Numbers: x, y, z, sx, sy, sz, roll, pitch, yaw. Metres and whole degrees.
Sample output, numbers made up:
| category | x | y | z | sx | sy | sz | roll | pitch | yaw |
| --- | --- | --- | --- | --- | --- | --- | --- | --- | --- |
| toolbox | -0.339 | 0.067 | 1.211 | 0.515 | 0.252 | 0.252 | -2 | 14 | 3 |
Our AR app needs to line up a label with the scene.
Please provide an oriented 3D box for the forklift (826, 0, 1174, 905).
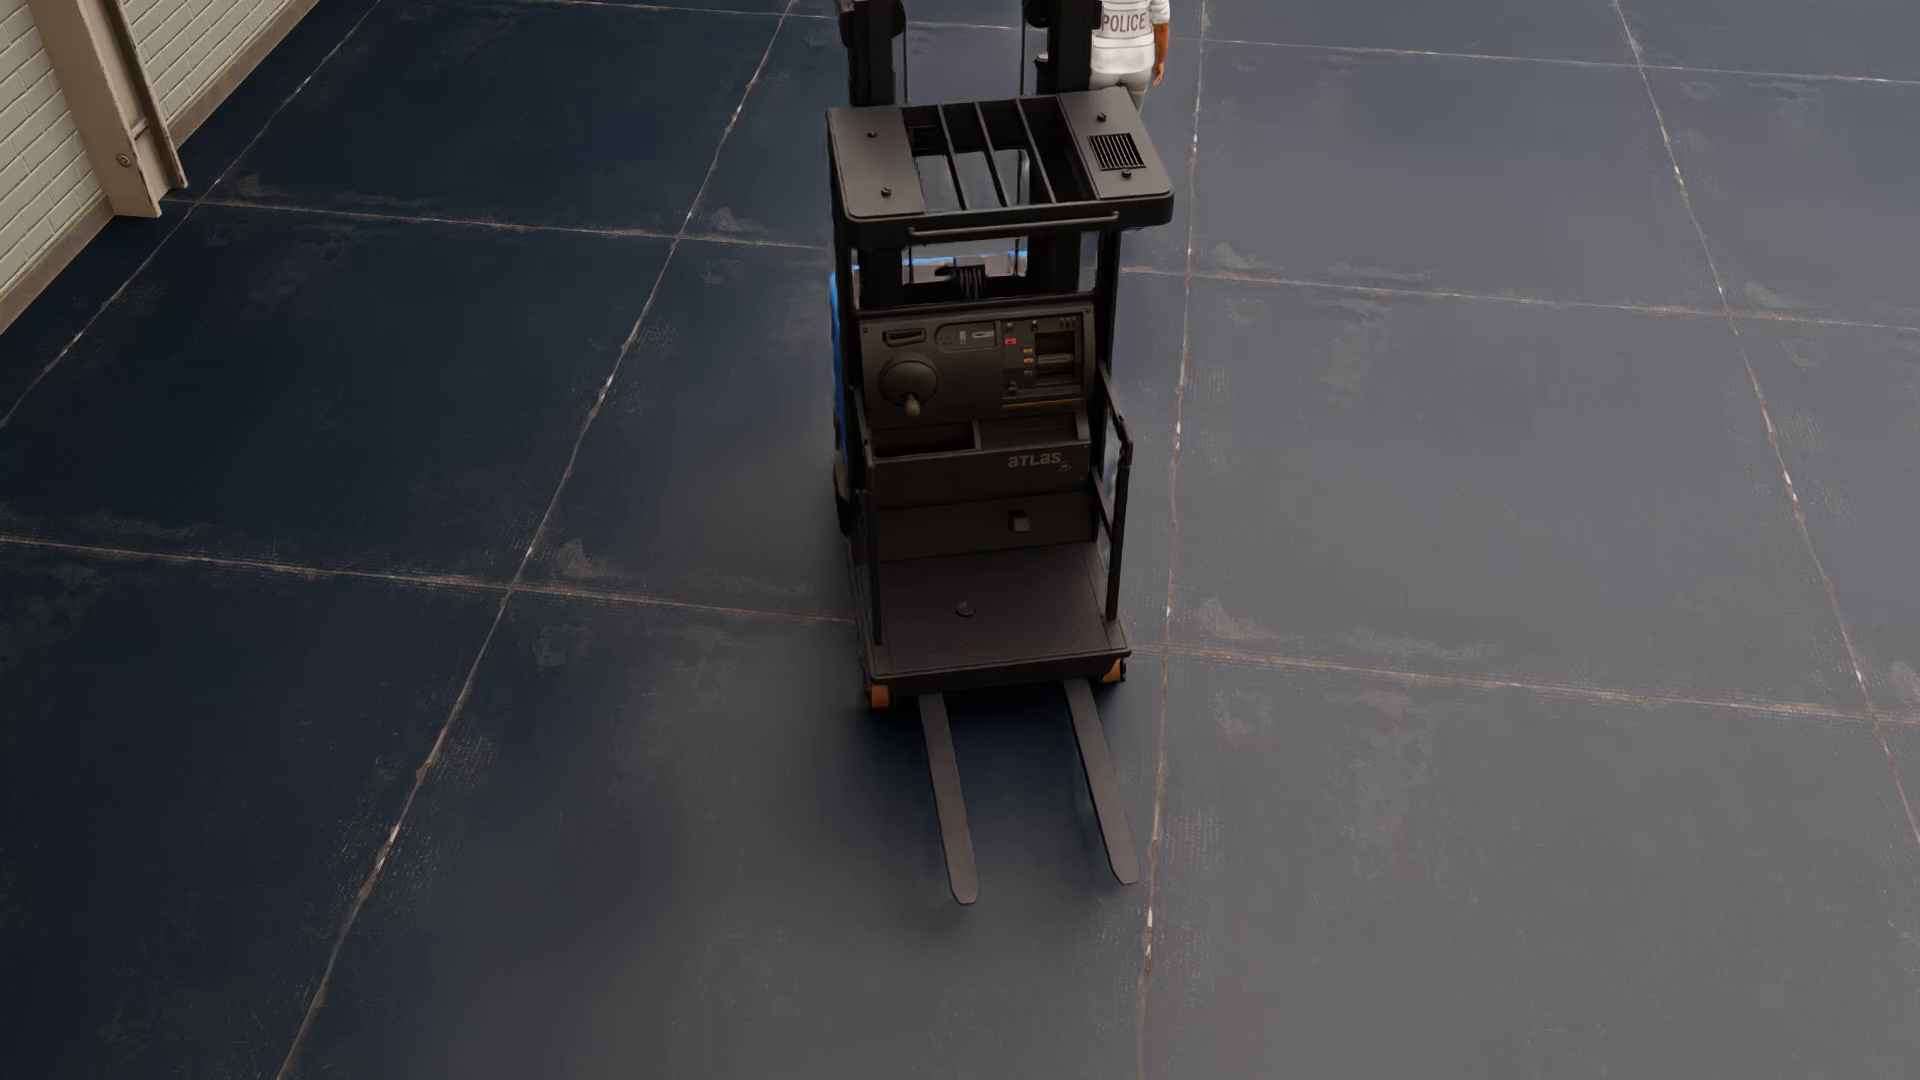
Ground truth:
| category | x | y | z | sx | sy | sz | roll | pitch | yaw |
| --- | --- | --- | --- | --- | --- | --- | --- | --- | --- |
| forklift | 0.106 | -0.623 | 6.402 | 1.130 | 2.935 | 3.031 | -6 | 43 | -6 |

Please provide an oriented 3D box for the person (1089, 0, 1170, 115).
| category | x | y | z | sx | sy | sz | roll | pitch | yaw |
| --- | --- | --- | --- | --- | --- | --- | --- | --- | --- |
| person | 0.893 | -2.819 | 9.751 | 0.596 | 1.652 | 0.489 | -5 | 43 | -6 |
